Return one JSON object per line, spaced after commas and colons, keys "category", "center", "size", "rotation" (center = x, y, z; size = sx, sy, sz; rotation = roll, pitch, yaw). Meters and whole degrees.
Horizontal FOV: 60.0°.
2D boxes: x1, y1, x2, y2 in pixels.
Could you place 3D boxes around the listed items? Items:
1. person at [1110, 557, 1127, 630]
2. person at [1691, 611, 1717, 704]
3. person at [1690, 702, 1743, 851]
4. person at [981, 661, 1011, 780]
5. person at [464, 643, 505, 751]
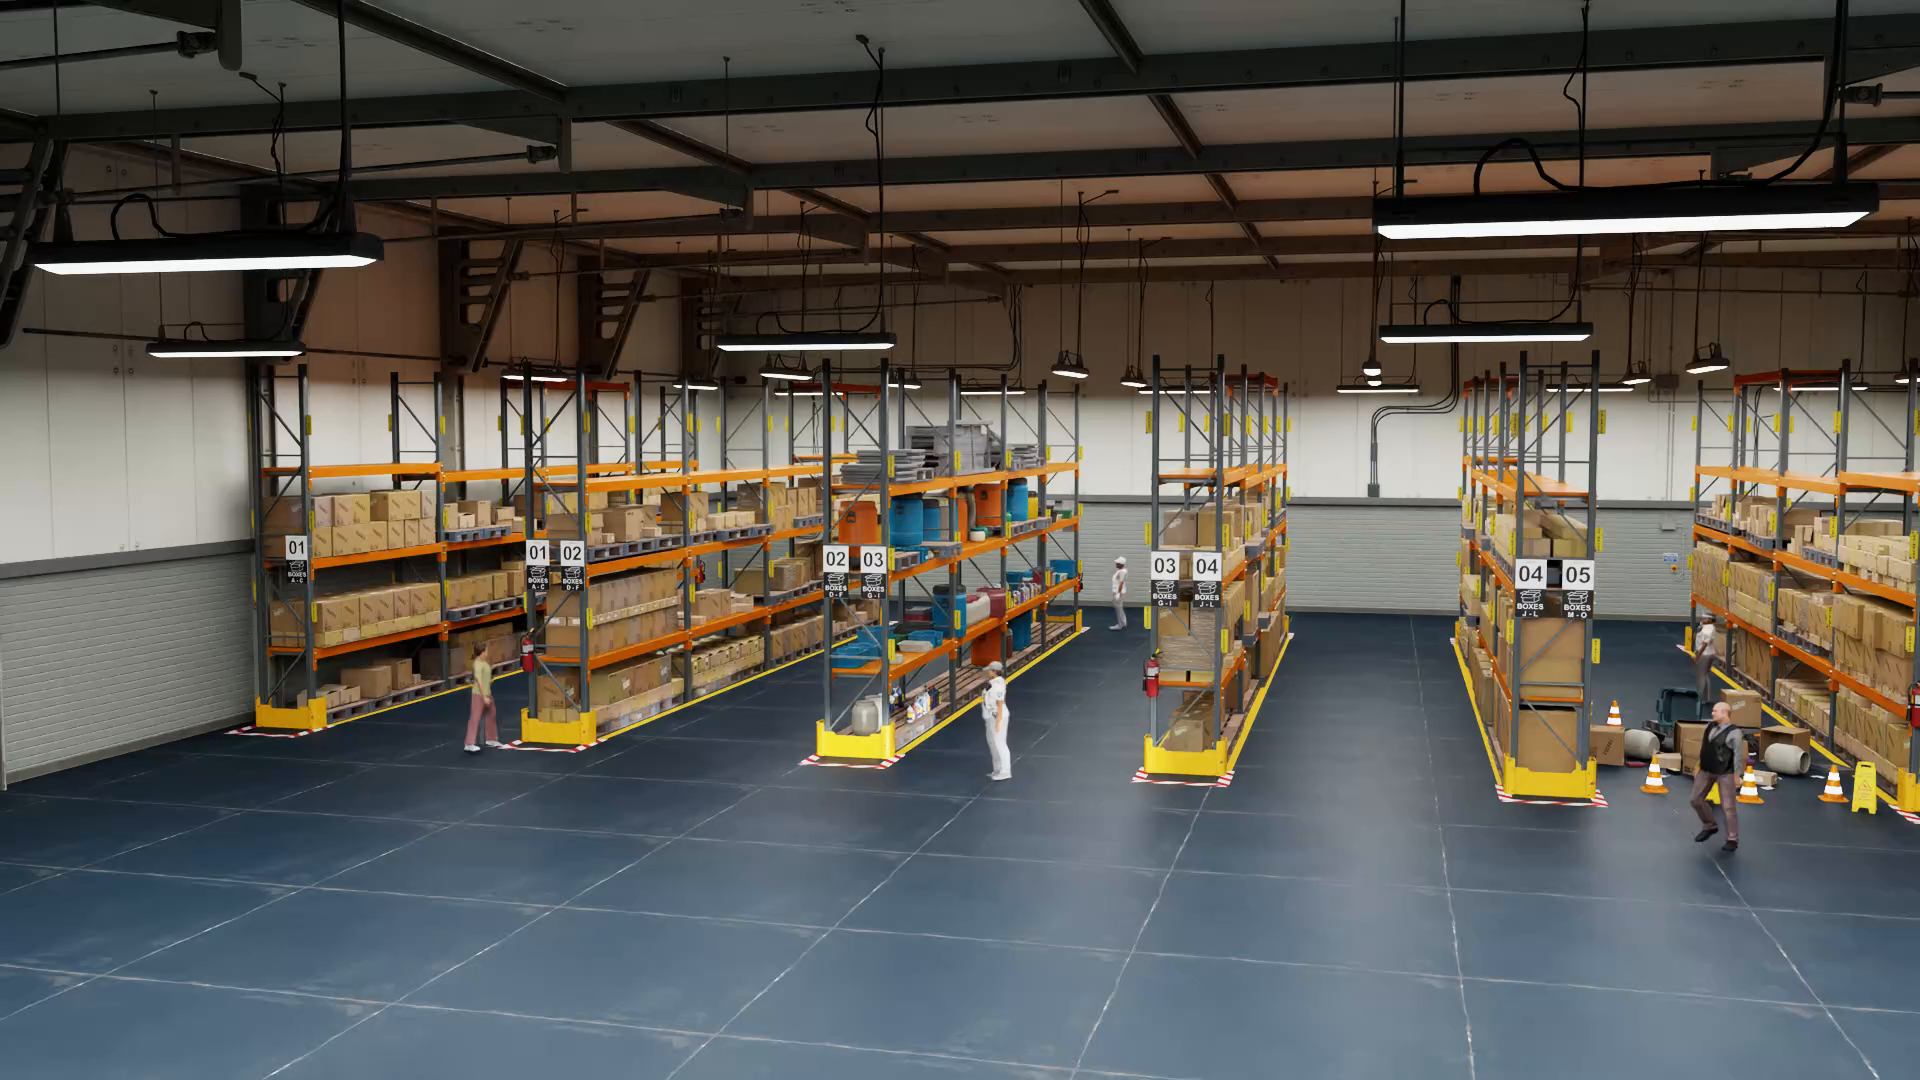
{"category": "person", "center": [3.879, 1.299, 40.671], "size": [0.421, 1.782, 0.653], "rotation": [0, 4, 4]}
{"category": "person", "center": [13.343, 2.122, 29.850], "size": [0.539, 1.725, 0.423], "rotation": [-4, 5, -42]}
{"category": "person", "center": [8.975, 2.771, 19.678], "size": [0.403, 1.734, 0.592], "rotation": [-2, 4, -27]}
{"category": "person", "center": [0.503, 2.563, 23.540], "size": [0.416, 1.703, 0.602], "rotation": [-1, 4, -9]}
{"category": "person", "center": [-7.369, 2.417, 25.668], "size": [0.484, 1.706, 0.630], "rotation": [0, 4, 3]}
